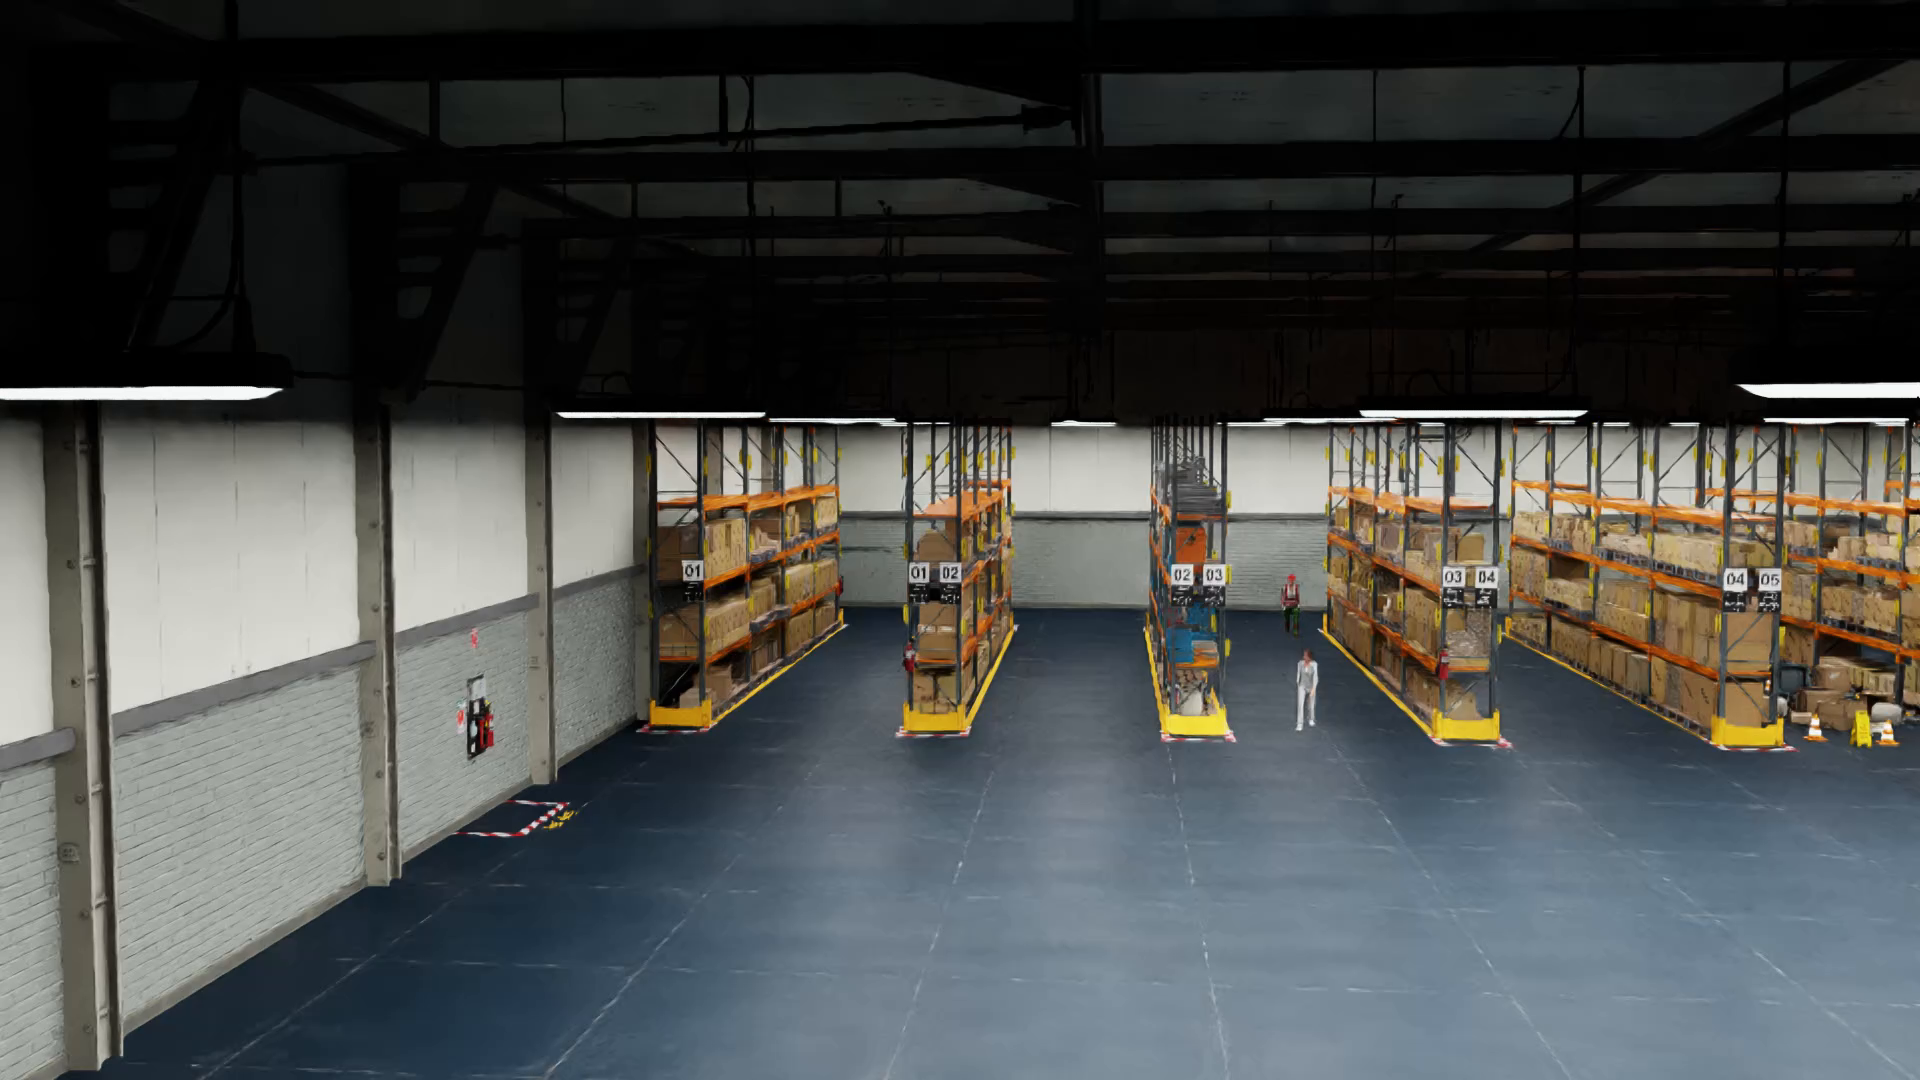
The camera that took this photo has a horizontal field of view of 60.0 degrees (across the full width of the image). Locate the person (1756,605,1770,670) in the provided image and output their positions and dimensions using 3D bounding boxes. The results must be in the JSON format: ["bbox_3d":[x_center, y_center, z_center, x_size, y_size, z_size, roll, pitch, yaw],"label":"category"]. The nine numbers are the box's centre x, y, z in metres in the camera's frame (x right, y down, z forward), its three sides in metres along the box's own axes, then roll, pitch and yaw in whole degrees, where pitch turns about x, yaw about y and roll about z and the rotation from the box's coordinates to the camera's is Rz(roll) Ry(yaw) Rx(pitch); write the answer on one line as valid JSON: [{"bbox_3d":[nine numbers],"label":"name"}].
[{"bbox_3d":[18.516,2.290,38.549,0.555,1.650,0.587,2,4,28],"label":"person"}]

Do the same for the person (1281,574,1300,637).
[{"bbox_3d":[9.093,1.780,45.698,0.553,1.709,1.123,0,4,7],"label":"person"}]

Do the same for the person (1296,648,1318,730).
[{"bbox_3d":[6.600,2.815,31.597,0.408,1.532,0.962,1,4,15],"label":"person"}]
